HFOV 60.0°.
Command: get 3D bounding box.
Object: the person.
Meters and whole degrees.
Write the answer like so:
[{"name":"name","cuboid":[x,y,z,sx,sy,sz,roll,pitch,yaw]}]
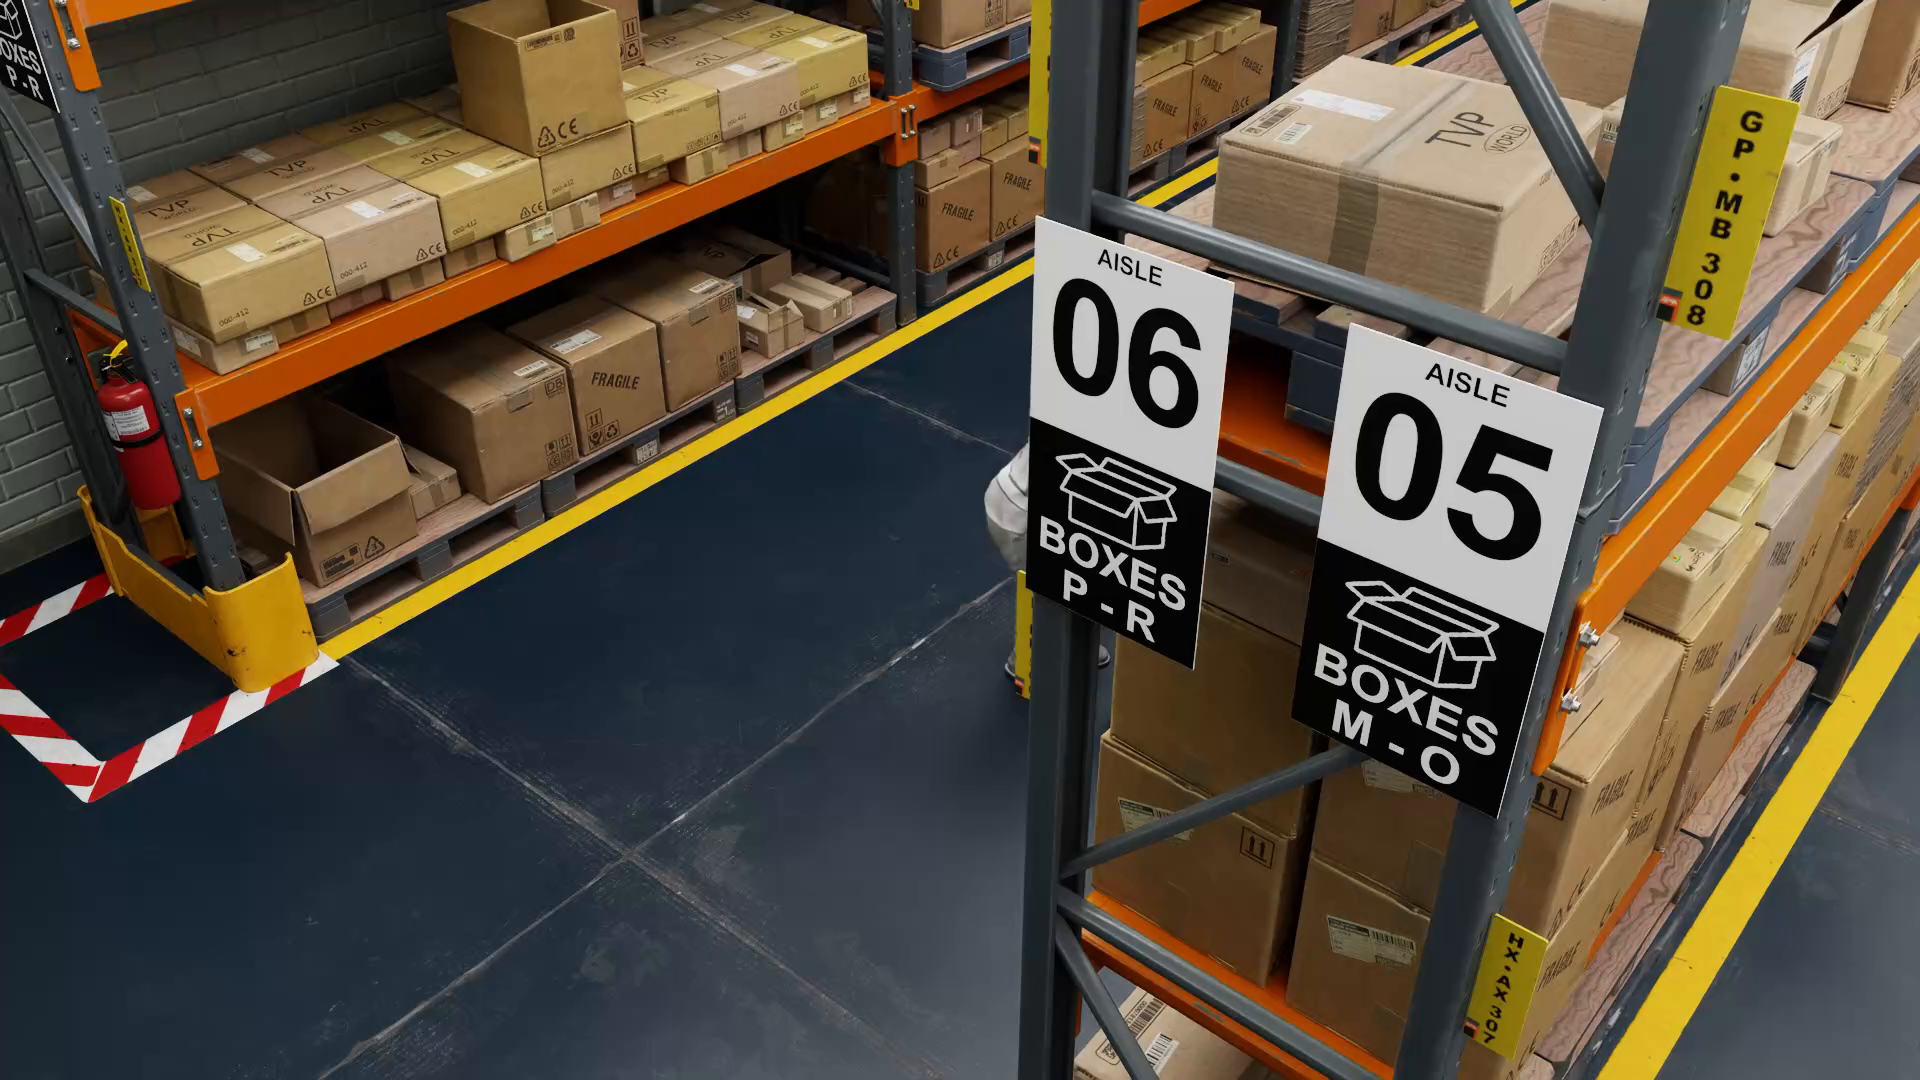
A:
[{"name":"person","cuboid":[0.455,-0.057,6.436,0.691,1.432,0.532,26,43,32]}]
